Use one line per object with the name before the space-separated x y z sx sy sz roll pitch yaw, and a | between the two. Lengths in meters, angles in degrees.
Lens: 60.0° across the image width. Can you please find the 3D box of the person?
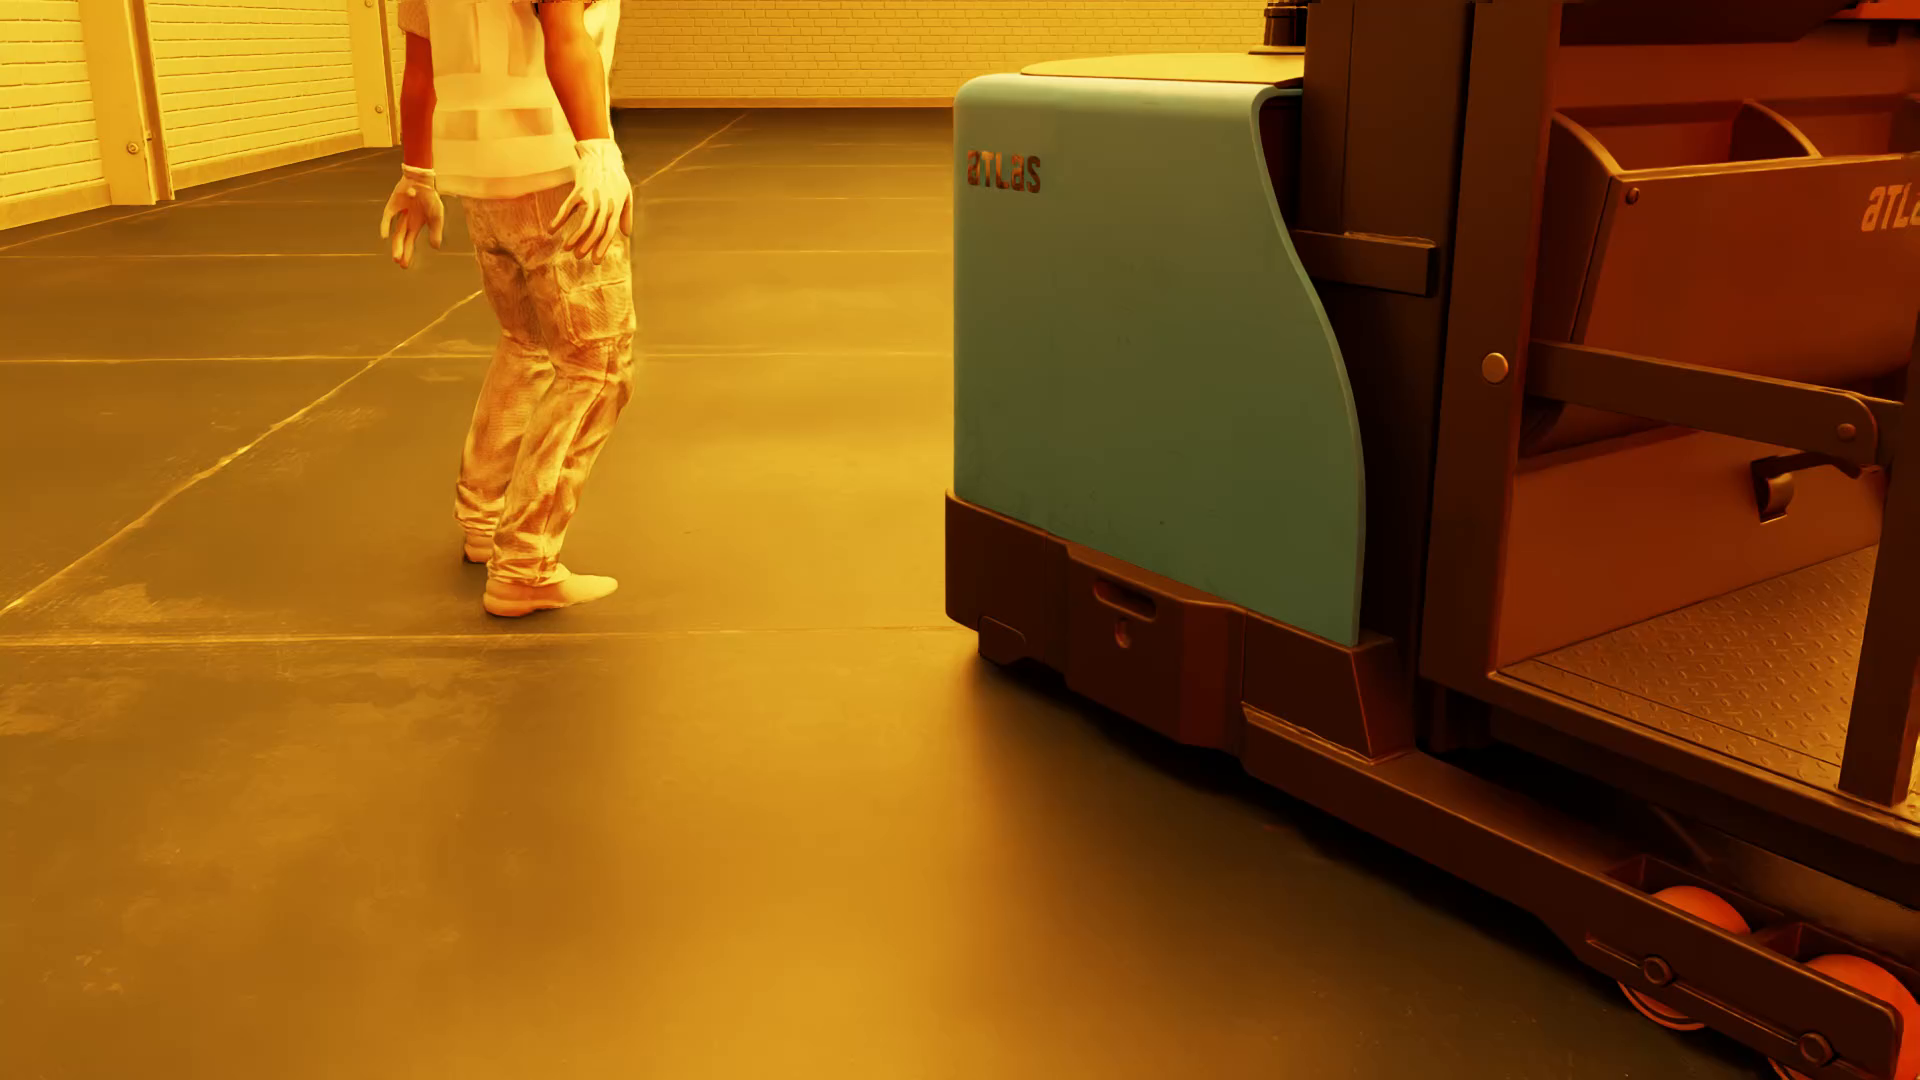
person | -0.882 -0.731 3.409 0.464 1.747 0.902 -14 22 -38

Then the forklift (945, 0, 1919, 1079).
forklift | 1.231 -0.929 1.944 1.130 2.935 3.031 -12 21 -33
